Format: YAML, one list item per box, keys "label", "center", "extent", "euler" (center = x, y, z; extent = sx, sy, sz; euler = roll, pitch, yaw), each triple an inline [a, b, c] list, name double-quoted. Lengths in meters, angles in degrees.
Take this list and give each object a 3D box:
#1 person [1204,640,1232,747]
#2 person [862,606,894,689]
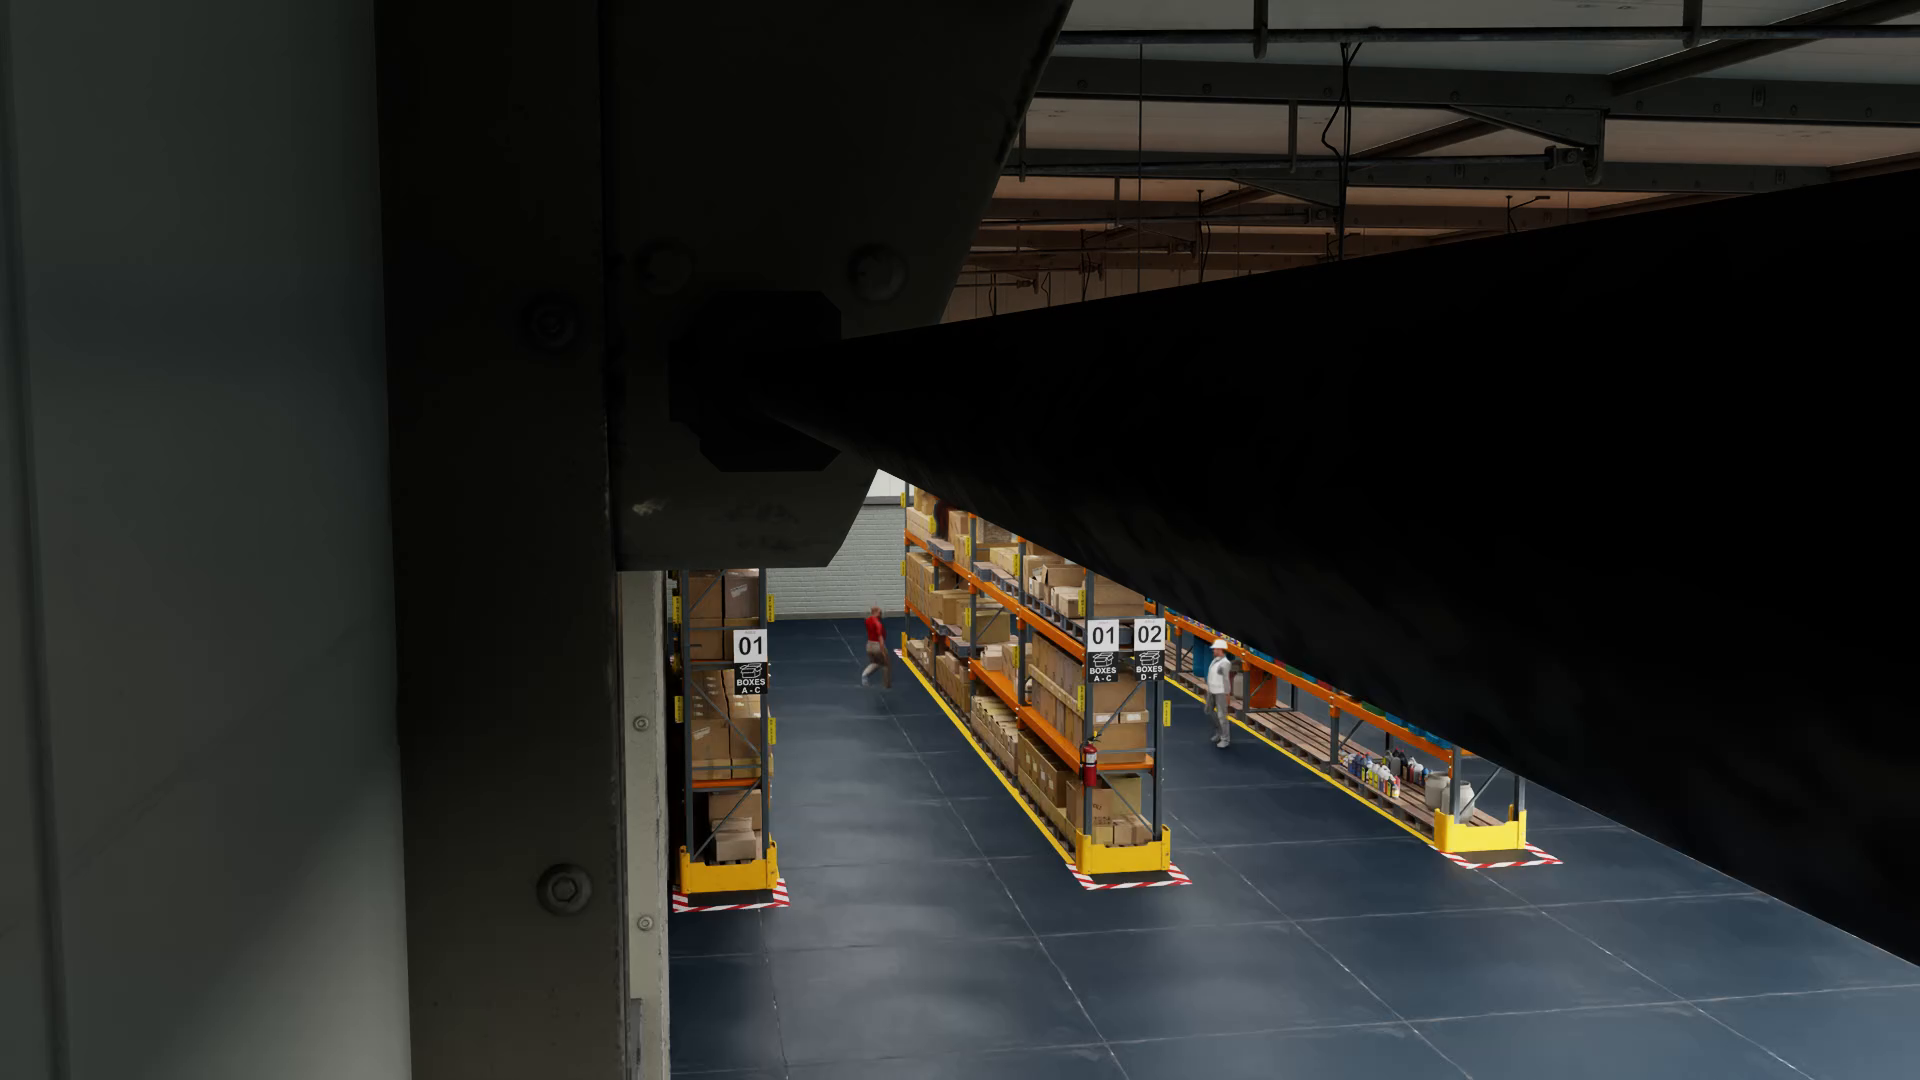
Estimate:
- label: "person"
  center: [4.358, 2.552, 27.862]
  extent: [0.389, 1.791, 0.590]
  euler: [-1, 6, -10]
- label: "person"
  center: [-1.528, 2.077, 32.044]
  extent: [0.534, 1.670, 0.827]
  euler: [6, 8, 44]
